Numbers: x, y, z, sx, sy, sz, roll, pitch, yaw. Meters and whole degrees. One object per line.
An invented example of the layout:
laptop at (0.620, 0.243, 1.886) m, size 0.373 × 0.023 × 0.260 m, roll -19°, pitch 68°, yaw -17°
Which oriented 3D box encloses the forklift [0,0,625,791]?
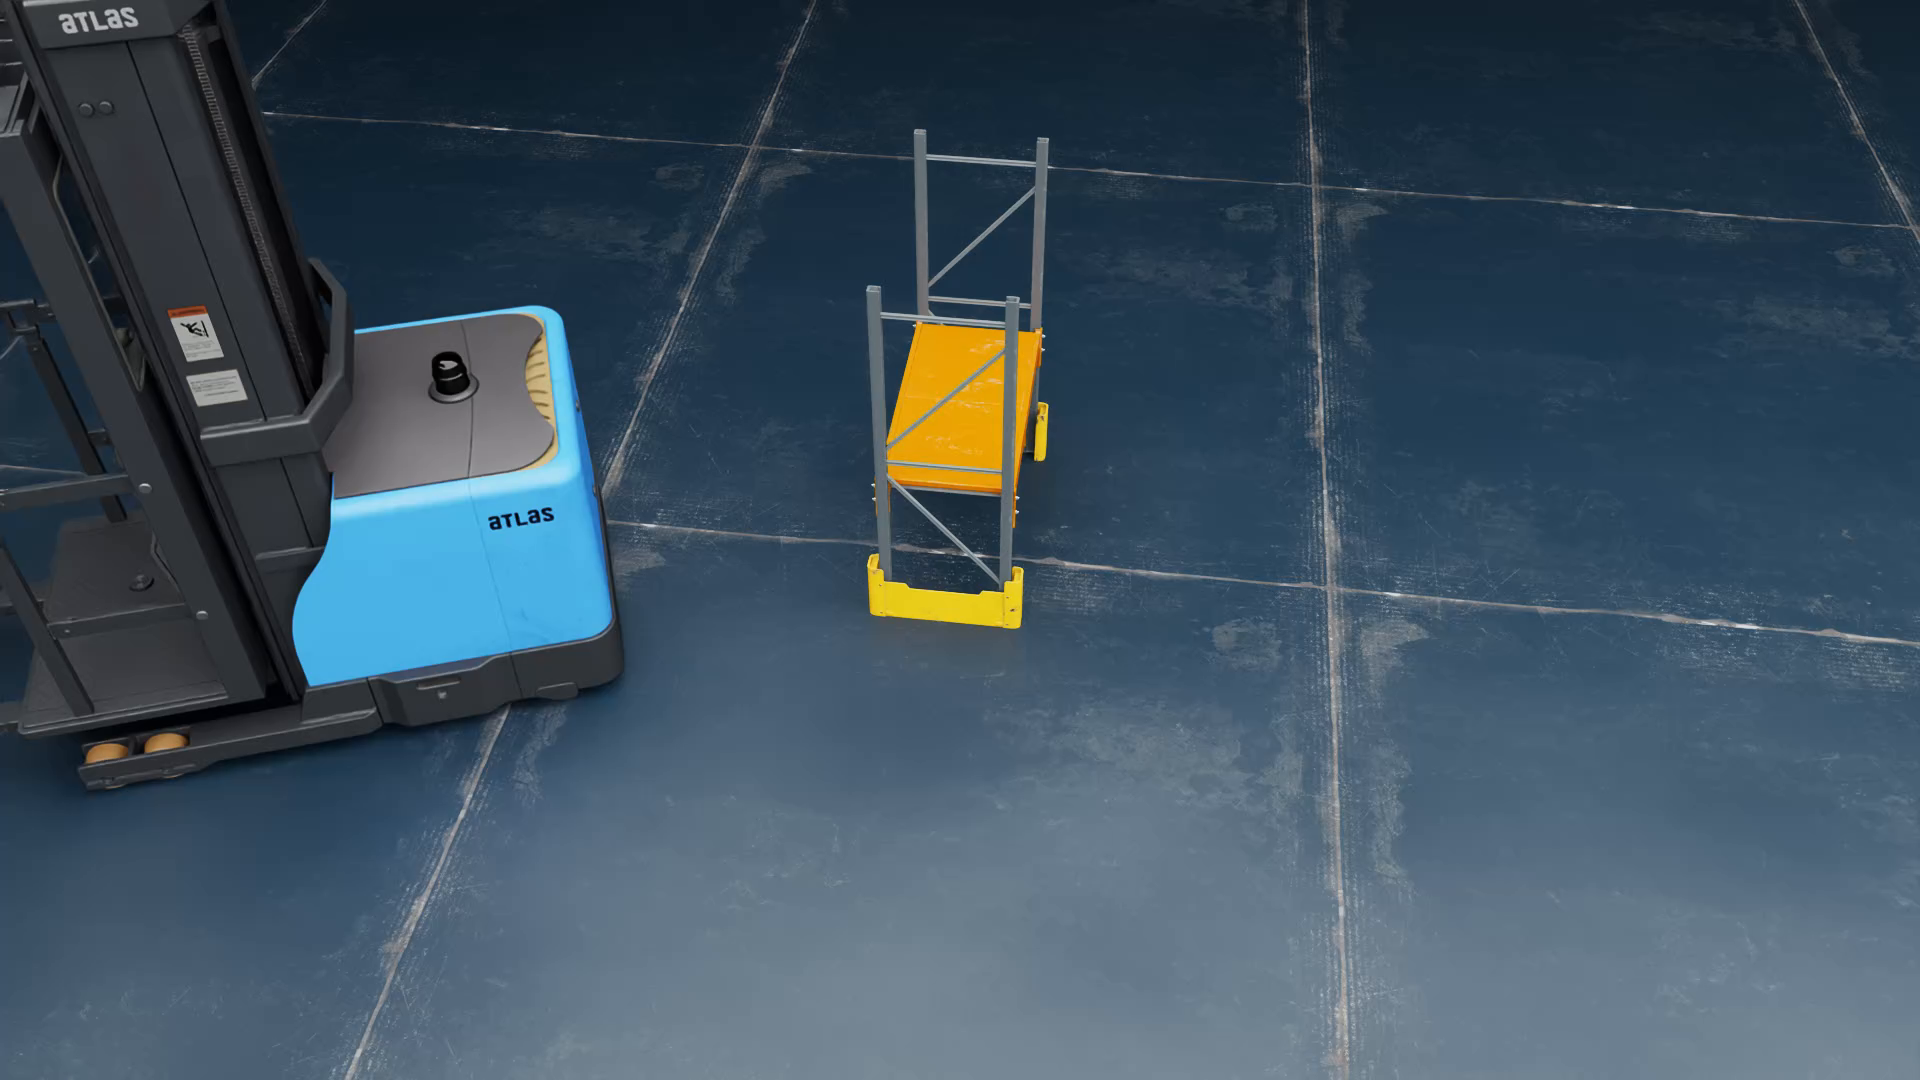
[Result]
forklift at (-2.816, -0.596, 5.248) m, size 3.031 × 2.935 × 1.130 m, roll -10°, pitch 44°, yaw -10°

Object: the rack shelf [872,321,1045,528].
rack shelf at (0.011, -0.472, 6.419) m, size 0.538 × 0.185 × 1.000 m, roll 5°, pitch 44°, yaw 6°

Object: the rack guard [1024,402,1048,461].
rack guard at (0.076, -0.482, 7.077) m, size 0.587 × 0.250 × 0.087 m, roll 5°, pitch 44°, yaw 6°

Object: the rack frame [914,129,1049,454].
rack frame at (0.078, -0.949, 6.662) m, size 0.500 × 1.500 × 0.032 m, roll 5°, pitch 44°, yaw 6°

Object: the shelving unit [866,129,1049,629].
shelving unit at (0.010, -0.597, 6.289) m, size 0.587 × 1.500 × 1.083 m, roll 5°, pitch 44°, yaw 6°

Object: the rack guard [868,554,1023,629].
rack guard at (-0.056, 0.197, 6.360) m, size 0.587 × 0.250 × 0.087 m, roll 5°, pitch 44°, yaw 6°

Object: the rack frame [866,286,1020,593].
rack frame at (-0.056, -0.256, 5.930) m, size 0.500 × 1.500 × 0.032 m, roll 5°, pitch 44°, yaw 6°
